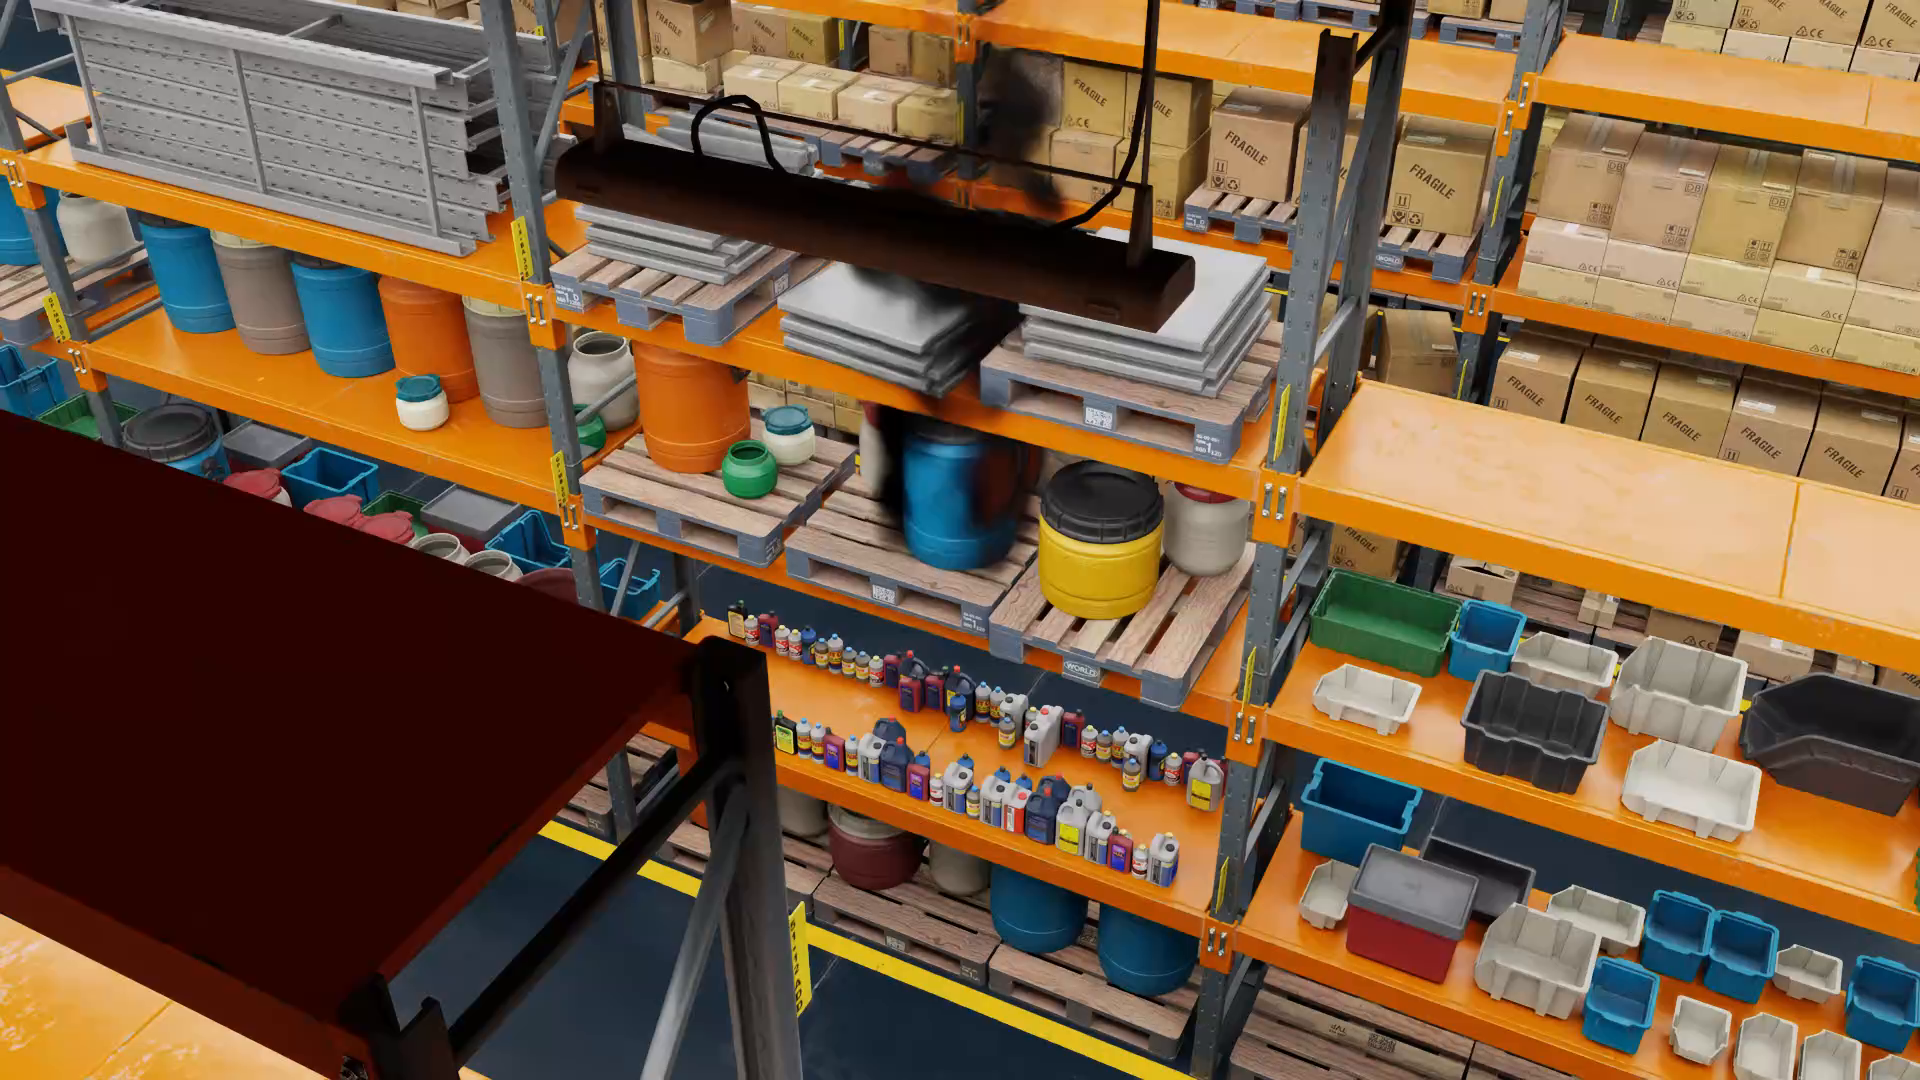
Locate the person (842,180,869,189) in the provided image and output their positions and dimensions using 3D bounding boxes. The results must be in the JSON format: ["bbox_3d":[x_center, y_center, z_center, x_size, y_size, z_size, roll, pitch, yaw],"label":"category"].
[{"bbox_3d":[-0.963,-2.749,16.323,0.934,1.680,0.602,14,37,18],"label":"person"}]
